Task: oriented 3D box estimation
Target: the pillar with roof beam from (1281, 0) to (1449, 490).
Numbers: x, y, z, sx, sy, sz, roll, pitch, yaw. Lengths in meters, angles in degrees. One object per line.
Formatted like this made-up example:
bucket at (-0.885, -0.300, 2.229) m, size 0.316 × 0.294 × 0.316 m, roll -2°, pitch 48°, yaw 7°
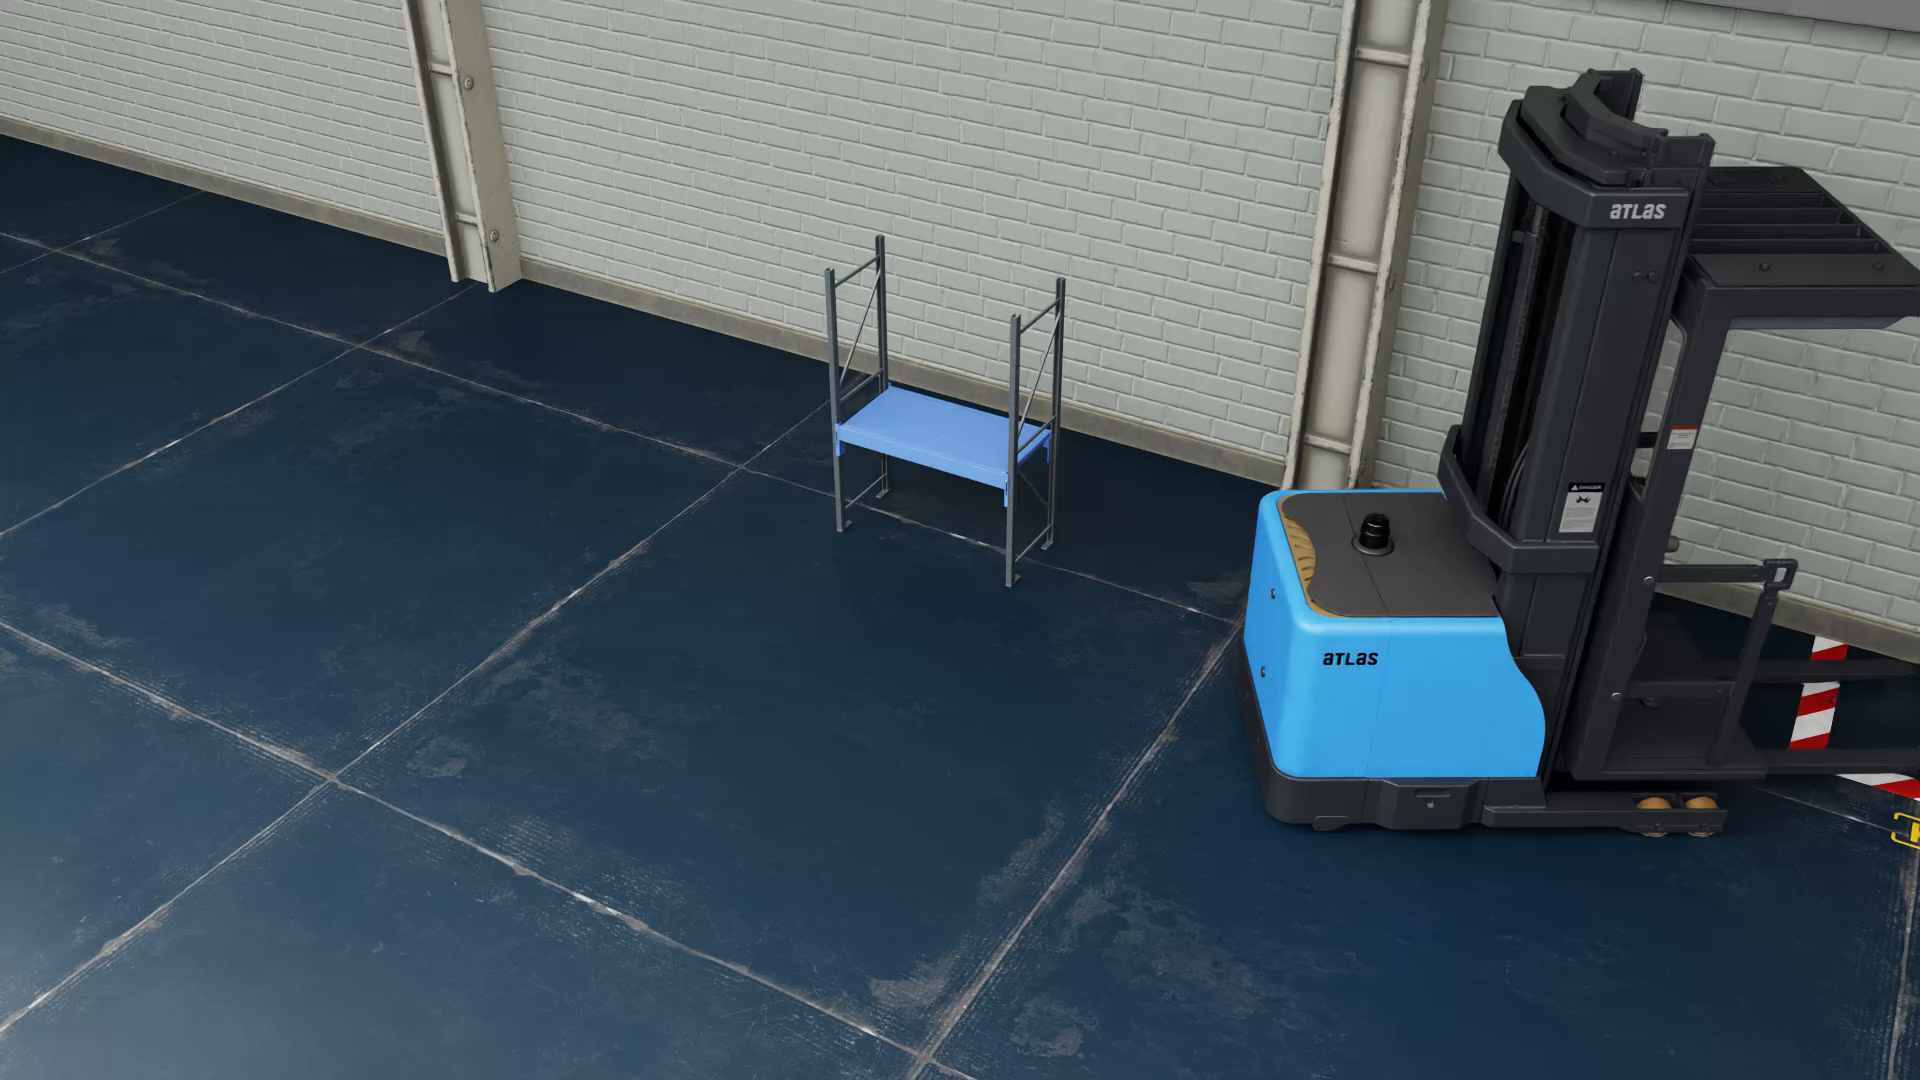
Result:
pillar with roof beam at (-0.176, -1.828, 3.376) m, size 0.400 × 9.000 × 9.100 m, roll 18°, pitch 37°, yaw 24°

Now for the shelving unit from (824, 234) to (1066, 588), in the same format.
shelving unit at (-0.074, -0.648, 8.370) m, size 1.048 × 1.500 × 0.538 m, roll 18°, pitch 37°, yaw 24°

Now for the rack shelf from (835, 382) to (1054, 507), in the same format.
rack shelf at (-0.074, -0.498, 8.469) m, size 1.000 × 0.185 × 0.538 m, roll 18°, pitch 37°, yaw 24°

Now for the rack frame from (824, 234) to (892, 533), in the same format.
rack frame at (-0.515, -0.788, 8.579) m, size 0.032 × 1.500 × 0.500 m, roll 18°, pitch 37°, yaw 24°

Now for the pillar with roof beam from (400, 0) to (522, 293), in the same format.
pillar with roof beam at (-5.386, -3.478, 5.854) m, size 0.400 × 9.000 × 9.100 m, roll 18°, pitch 37°, yaw 24°

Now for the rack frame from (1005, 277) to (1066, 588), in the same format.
rack frame at (0.367, -0.508, 8.160) m, size 0.032 × 1.500 × 0.500 m, roll 18°, pitch 37°, yaw 24°

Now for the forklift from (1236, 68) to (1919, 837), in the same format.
forklift at (2.786, -0.285, 6.533) m, size 3.031 × 2.935 × 1.130 m, roll 0°, pitch 34°, yaw 0°
